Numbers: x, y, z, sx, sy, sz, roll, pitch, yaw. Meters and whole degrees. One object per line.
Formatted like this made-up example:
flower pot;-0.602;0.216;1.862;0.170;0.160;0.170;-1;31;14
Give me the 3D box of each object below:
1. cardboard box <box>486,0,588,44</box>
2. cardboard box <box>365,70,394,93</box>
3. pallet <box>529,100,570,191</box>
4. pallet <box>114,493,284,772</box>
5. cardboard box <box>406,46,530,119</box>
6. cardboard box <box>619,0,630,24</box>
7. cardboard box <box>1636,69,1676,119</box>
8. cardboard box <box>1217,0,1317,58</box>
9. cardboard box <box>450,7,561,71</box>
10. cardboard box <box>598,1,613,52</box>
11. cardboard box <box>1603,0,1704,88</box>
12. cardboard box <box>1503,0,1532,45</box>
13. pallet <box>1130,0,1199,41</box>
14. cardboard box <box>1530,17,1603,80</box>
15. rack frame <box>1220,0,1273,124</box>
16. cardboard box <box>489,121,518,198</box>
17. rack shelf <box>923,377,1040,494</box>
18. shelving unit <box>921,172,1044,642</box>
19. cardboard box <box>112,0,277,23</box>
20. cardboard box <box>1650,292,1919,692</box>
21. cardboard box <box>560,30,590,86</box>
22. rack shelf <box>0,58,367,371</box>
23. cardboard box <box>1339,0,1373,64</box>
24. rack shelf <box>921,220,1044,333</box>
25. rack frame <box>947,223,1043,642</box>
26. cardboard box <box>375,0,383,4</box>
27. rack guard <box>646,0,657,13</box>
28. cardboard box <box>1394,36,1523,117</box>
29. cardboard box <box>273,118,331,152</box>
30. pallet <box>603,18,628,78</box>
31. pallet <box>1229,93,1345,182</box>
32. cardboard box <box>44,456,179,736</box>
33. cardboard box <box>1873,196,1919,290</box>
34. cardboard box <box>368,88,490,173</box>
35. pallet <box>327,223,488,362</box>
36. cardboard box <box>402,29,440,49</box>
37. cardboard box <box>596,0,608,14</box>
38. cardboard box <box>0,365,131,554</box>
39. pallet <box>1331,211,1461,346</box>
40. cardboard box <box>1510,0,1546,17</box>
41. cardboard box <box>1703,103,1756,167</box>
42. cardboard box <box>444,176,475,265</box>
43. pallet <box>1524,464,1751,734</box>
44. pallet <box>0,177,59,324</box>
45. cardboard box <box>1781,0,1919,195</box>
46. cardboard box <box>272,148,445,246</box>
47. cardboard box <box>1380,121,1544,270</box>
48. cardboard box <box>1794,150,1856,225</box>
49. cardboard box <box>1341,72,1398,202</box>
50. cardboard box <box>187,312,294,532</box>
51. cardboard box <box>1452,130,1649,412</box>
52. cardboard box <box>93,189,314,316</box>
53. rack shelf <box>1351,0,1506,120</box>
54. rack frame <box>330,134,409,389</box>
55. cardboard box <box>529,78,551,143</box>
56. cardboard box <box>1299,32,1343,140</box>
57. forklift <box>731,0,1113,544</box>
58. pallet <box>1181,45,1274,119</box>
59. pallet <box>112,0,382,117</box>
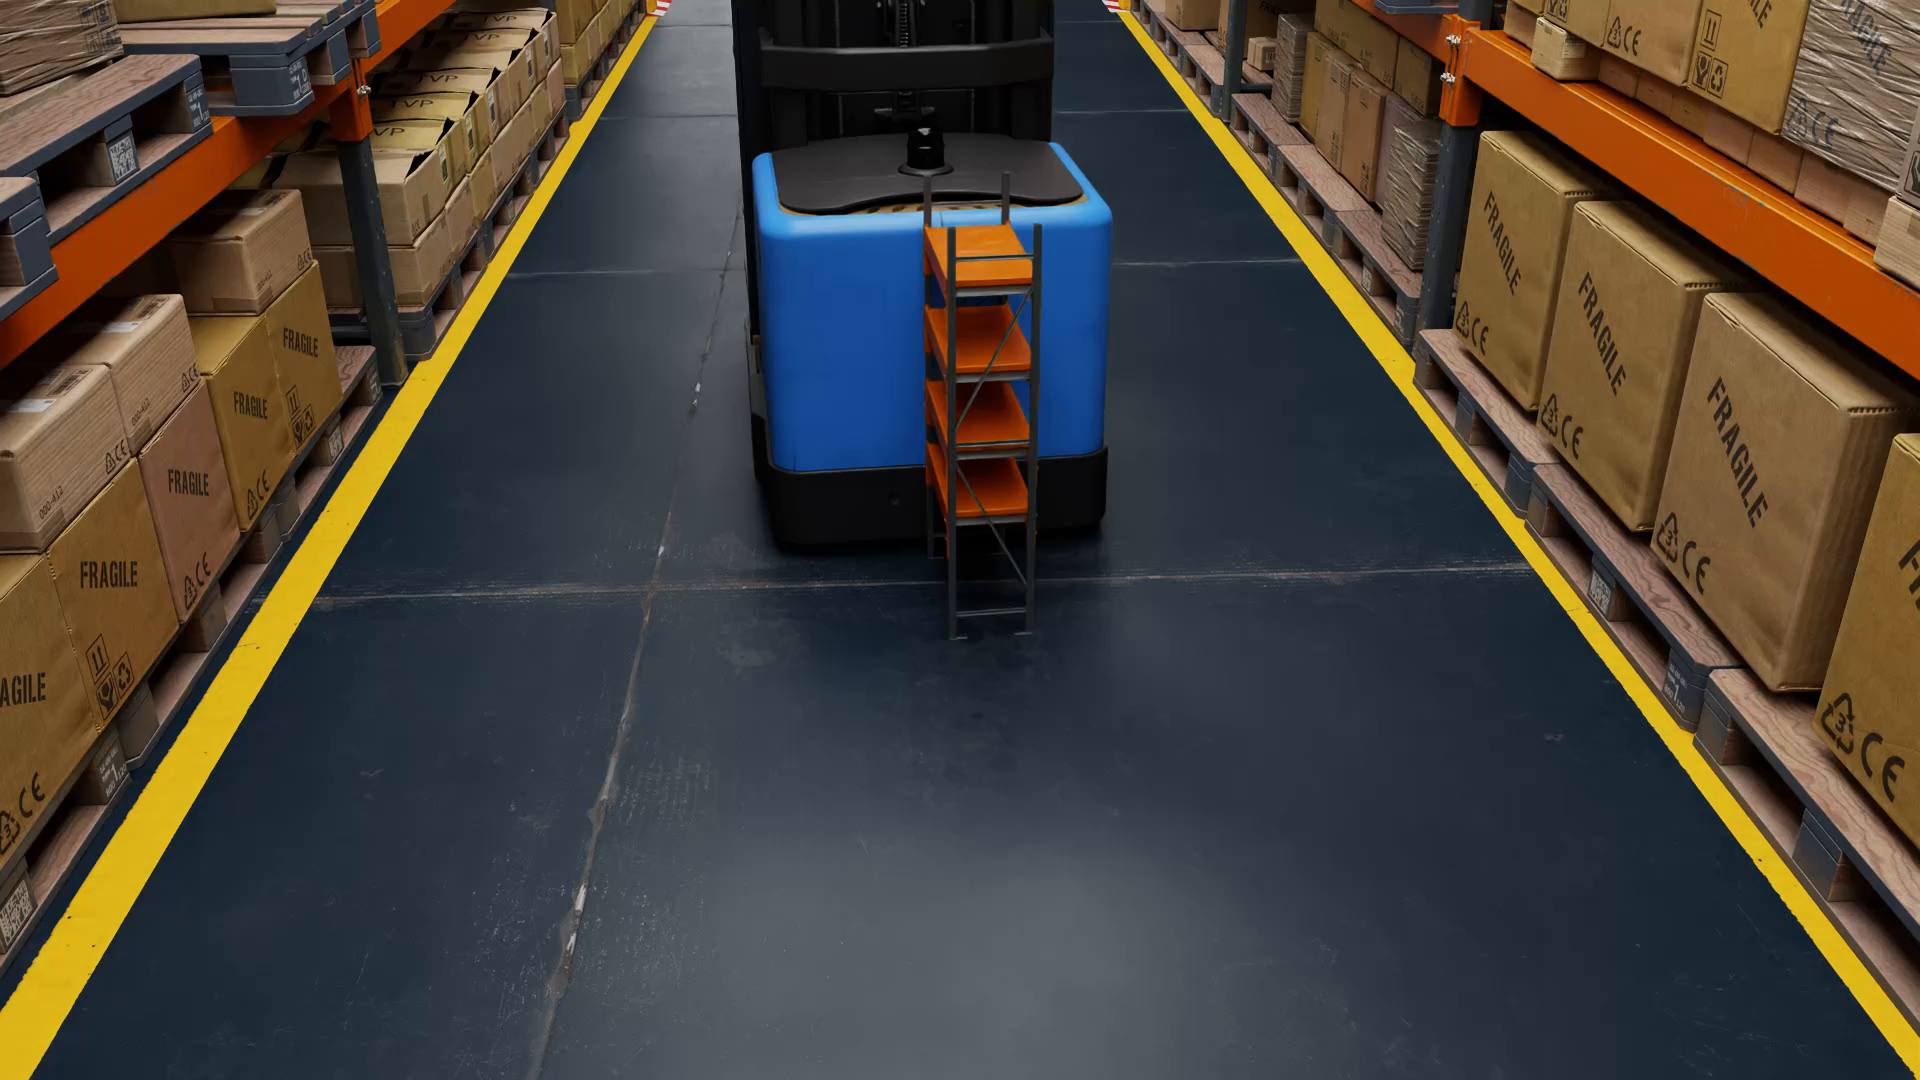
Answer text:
cardboard box;-2.559;-3.293;10.029;0.500;0.500;0.500;-1;28;-3
cardboard box;-2.993;-2.081;7.909;0.500;0.311;0.500;-1;28;-1
pallet;-2.770;-2.197;9.233;1.003;0.211;1.213;-1;28;-3
pallet;-2.577;0.219;4.601;1.003;0.211;1.213;-1;28;-3
cardboard box;-2.483;-2.337;8.400;0.500;0.311;0.500;-1;28;-3
cardboard box;-2.667;-3.884;11.973;0.500;0.250;0.500;-1;28;-3
cardboard box;2.186;-1.312;4.772;0.380;0.149;0.250;-1;28;-2
cardboard box;2.005;-3.459;10.865;0.500;0.500;0.500;-3;28;-7
cardboard box;-2.540;-2.808;9.303;0.500;0.311;0.500;-1;28;-3
cardboard box;-2.611;-3.423;11.088;0.500;0.250;0.500;-1;28;-3
cardboard box;2.121;-1.530;4.488;0.500;0.500;0.500;-2;28;-3
cardboard box;2.094;-1.786;5.681;0.380;0.149;0.250;-2;28;-3
pallet;1.901;-4.093;12.870;1.003;0.211;1.213;-1;28;-3
cardboard box;2.028;-1.545;5.218;0.380;0.149;0.250;-1;28;-1
rack frame;2.099;-3.893;9.471;1.000;3.000;0.127;-1;28;-3
cardboard box;-2.459;-1.850;8.072;0.500;0.250;0.500;-1;28;-2
rack shelf;0.053;-0.307;4.687;0.258;0.148;0.480;-4;28;-7
shelving unit;0.053;-0.367;4.656;0.258;1.200;0.503;-4;28;-7
cardboard box;-2.493;-1.867;5.024;0.700;0.500;0.500;-11;29;-20
cardboard box;2.304;-0.140;4.144;0.750;0.750;0.750;-1;28;-1
cardboard box;-2.569;-2.961;10.202;0.500;0.250;0.500;-1;28;-3
rack shelf;-2.534;-0.682;4.093;1.077;0.370;4.000;-1;28;-3
cardboard box;2.212;-2.530;8.273;0.500;0.250;0.500;-2;28;-4
rack shelf;0.053;-0.715;4.475;0.258;0.148;0.480;-4;28;-7
rack frame;0.087;-0.255;4.442;0.240;1.200;0.015;-4;28;-7
cardboard box;-2.492;-2.303;6.519;0.500;0.311;0.500;-2;28;-3
rack guard;-3.058;-4.522;13.380;1.175;0.500;0.348;-1;28;-3
cardboard box;2.251;-2.061;7.375;0.500;0.250;0.500;-1;28;-2
cardboard box;-2.946;-1.616;7.018;0.500;0.311;0.500;-2;28;-3
pallet;-2.914;-3.469;11.673;1.003;0.211;1.213;-1;28;-3
pallet;2.141;-2.298;9.427;1.003;0.211;1.213;-1;28;-3
cardboard box;-2.269;0.129;3.986;0.500;0.500;0.500;-1;28;-2
cardboard box;2.139;-0.603;3.413;0.380;0.149;0.250;-1;28;-3
cardboard box;-2.433;-1.868;7.500;0.500;0.311;0.500;-2;28;-4
pallet;-2.643;-1.070;7.073;1.003;0.211;1.213;-1;28;-3
cardboard box;-3.054;-2.560;8.827;0.500;0.311;0.500;-2;28;-3
cardboard box;-2.611;-3.755;10.915;0.500;0.500;0.500;-1;28;-3
cardboard box;-2.264;-0.188;3.783;0.500;0.250;0.500;-1;28;-3
pallet;2.269;-1.171;7.267;1.003;0.211;1.213;-1;28;-3
cardboard box;2.078;-2.001;5.391;0.500;0.500;0.500;-1;28;-1
cardboard box;2.185;-1.078;4.323;0.380;0.149;0.250;-1;28;-2
cardboard box;-2.400;-1.373;7.158;0.500;0.250;0.500;-2;28;-4
pallet;2.335;0.118;4.795;1.003;0.211;1.213;-1;28;-3
pallet;-2.363;-0.364;2.912;1.003;0.211;1.213;-1;28;-3
cardboard box;2.187;-1.059;3.585;0.500;0.500;0.500;-1;28;-3
cardboard box;-2.373;-1.390;6.583;0.500;0.311;0.500;0;28;-1
cardboard box;2.218;-1.464;7.041;0.700;0.500;0.500;-1;28;-2
cardboard box;2.194;-0.834;3.855;0.380;0.149;0.250;-2;28;-4
cardboard box;2.253;-1.934;7.941;0.700;0.500;0.500;-2;28;-3
cardboard box;-2.329;-0.346;4.898;0.500;0.500;0.500;-2;28;-5
cardboard box;2.215;-0.937;5.672;0.750;0.750;0.750;-2;28;-3
cardboard box;-2.348;-0.892;5.133;0.500;0.250;0.500;0;28;-1
rack shelf;2.204;-2.651;7.867;1.077;0.370;4.000;-1;28;-3
rack frame;-2.639;-1.925;5.697;1.000;3.000;0.127;-1;28;-3
cardboard box;-2.512;-2.321;8.976;0.500;0.250;0.500;-2;28;-3
cardboard box;2.231;-2.403;8.842;0.700;0.500;0.500;-2;28;-4
forklift;-0.260;-1.943;5.805;1.130;2.935;3.031;-4;28;-7
pallet;2.029;-2.966;10.709;1.003;0.211;1.213;-1;28;-3
pallet;-2.533;-1.529;5.144;1.213;0.211;1.003;-1;28;-3
